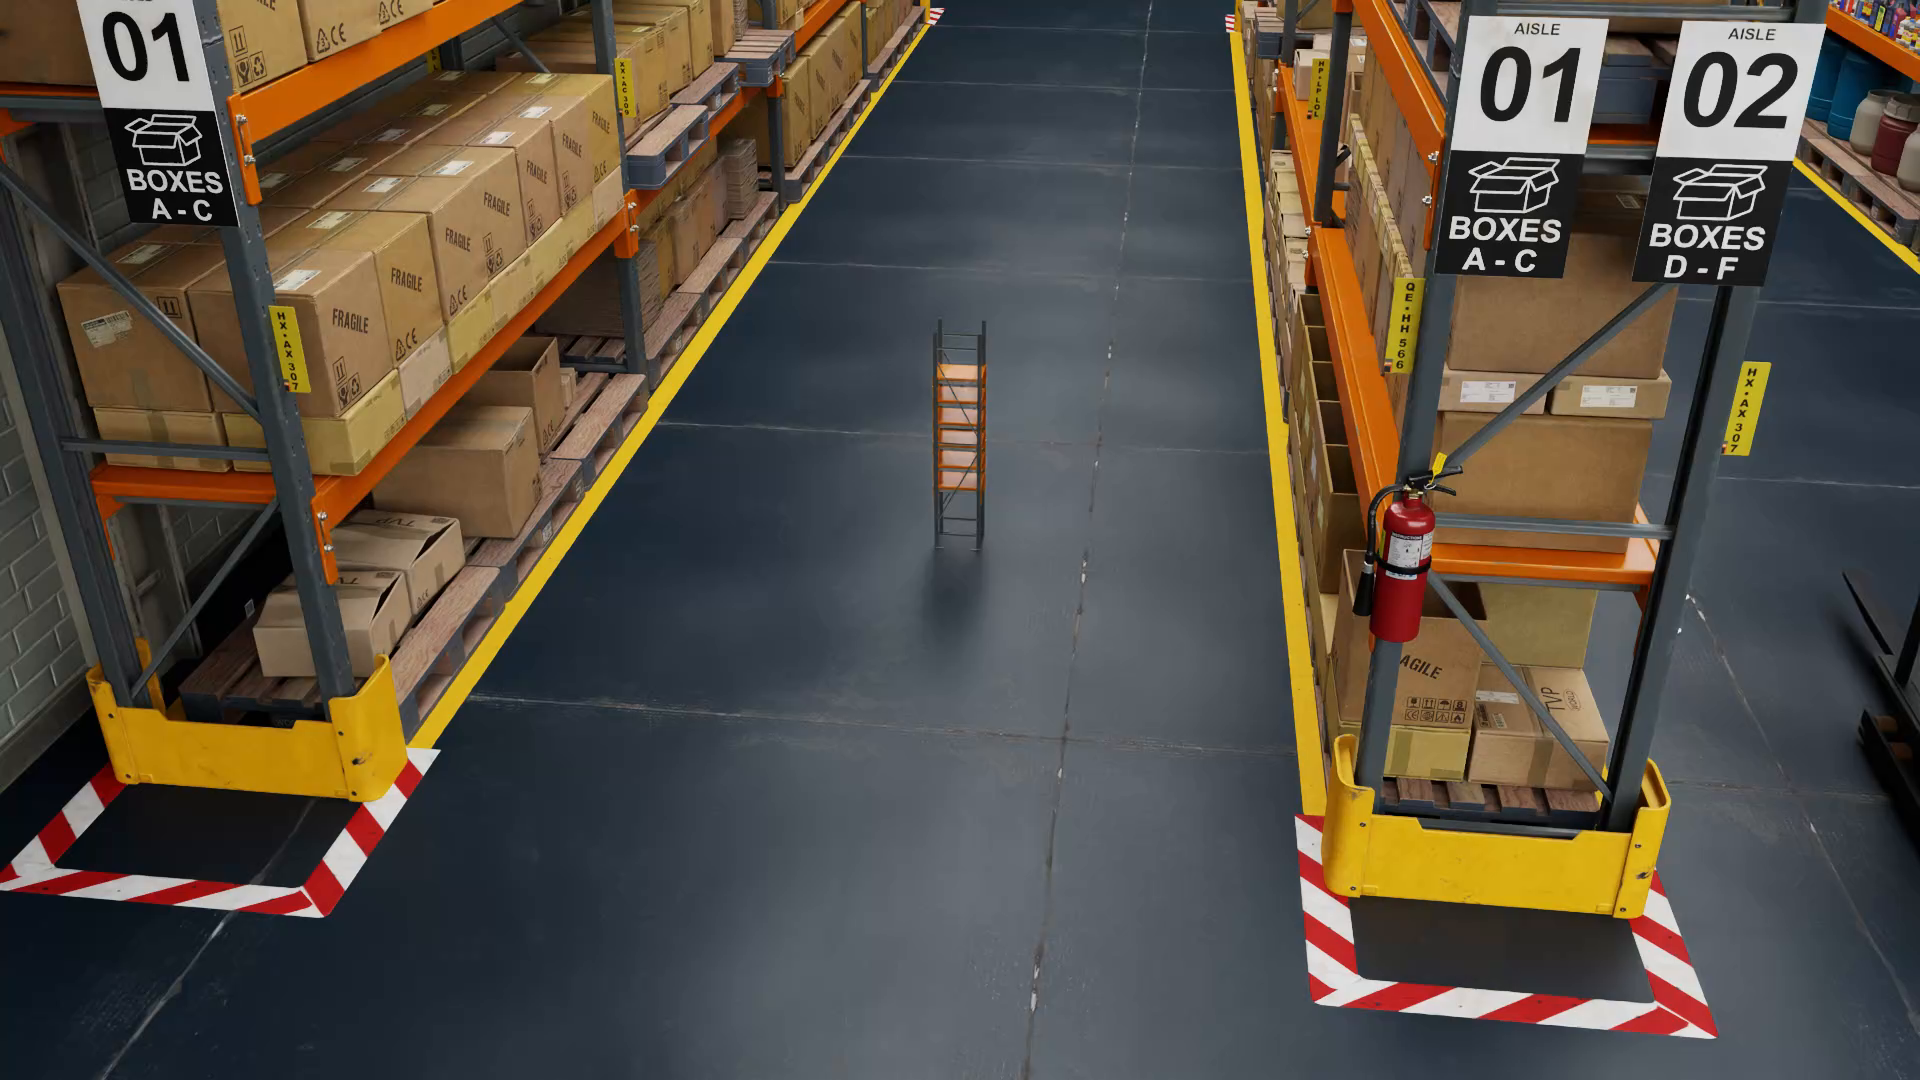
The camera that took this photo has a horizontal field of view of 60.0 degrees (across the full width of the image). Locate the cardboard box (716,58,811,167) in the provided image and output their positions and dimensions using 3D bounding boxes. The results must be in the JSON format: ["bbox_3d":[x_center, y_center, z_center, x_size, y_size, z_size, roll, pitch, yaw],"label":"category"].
[{"bbox_3d":[-1.732,-3.671,14.226,0.750,0.750,0.750,3,28,6],"label":"cardboard box"}]

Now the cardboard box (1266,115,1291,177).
[{"bbox_3d":[2.846,-3.355,13.987,0.500,0.500,0.500,4,29,8],"label":"cardboard box"}]

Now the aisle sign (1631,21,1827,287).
[{"bbox_3d":[2.280,-1.138,4.959,0.394,0.787,0.004,3,28,6],"label":"aisle sign"}]

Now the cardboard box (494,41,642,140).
[{"bbox_3d":[-2.346,-2.687,10.005,0.700,0.500,0.500,3,29,6],"label":"cardboard box"}]

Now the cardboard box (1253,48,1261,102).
[{"bbox_3d":[3.153,-4.571,16.243,0.500,0.500,0.500,2,28,4],"label":"cardboard box"}]

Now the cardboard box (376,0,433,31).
[{"bbox_3d":[-2.483,-2.340,6.642,0.500,0.500,0.500,5,29,9],"label":"cardboard box"}]

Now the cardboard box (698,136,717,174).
[{"bbox_3d":[-2.121,-2.911,12.372,0.500,0.250,0.500,4,29,7],"label":"cardboard box"}]

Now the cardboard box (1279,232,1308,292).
[{"bbox_3d":[2.360,-1.834,10.857,0.500,0.311,0.500,3,28,6],"label":"cardboard box"}]

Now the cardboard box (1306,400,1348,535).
[{"bbox_3d":[1.925,-0.324,7.854,0.500,0.500,0.500,3,28,6],"label":"cardboard box"}]

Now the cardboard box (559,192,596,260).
[{"bbox_3d":[-2.269,-1.680,8.842,0.500,0.250,0.500,3,29,6],"label":"cardboard box"}]

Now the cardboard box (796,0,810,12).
[{"bbox_3d":[-1.566,-4.738,13.942,0.500,0.500,0.500,4,29,8],"label":"cardboard box"}]

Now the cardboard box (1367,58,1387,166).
[{"bbox_3d":[2.365,-2.093,8.000,0.700,0.500,0.500,3,28,6],"label":"cardboard box"}]

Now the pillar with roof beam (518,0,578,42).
[{"bbox_3d":[1.302,-5.924,10.258,9.100,9.000,0.400,3,28,6],"label":"pillar with roof beam"}]

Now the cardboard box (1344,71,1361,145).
[{"bbox_3d":[2.649,-2.578,10.267,0.500,0.500,0.500,5,29,10],"label":"cardboard box"}]

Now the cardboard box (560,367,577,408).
[{"bbox_3d":[-2.478,-0.904,9.789,0.380,0.166,0.250,0,28,0],"label":"cardboard box"}]

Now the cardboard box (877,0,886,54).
[{"bbox_3d":[-1.204,-5.644,18.257,0.700,0.500,0.500,3,28,6],"label":"cardboard box"}]

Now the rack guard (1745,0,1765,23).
[{"bbox_3d":[8.850,-6.196,19.724,1.175,0.500,0.348,3,28,6],"label":"rack guard"}]

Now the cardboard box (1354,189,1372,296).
[{"bbox_3d":[2.368,-1.512,8.288,0.700,0.500,0.500,3,28,6],"label":"cardboard box"}]

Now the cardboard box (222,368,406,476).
[{"bbox_3d":[-2.558,-0.483,6.621,0.500,0.250,0.500,3,28,5],"label":"cardboard box"}]

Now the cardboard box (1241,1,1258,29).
[{"bbox_3d":[3.535,-6.082,19.313,0.500,0.250,0.500,3,28,6],"label":"cardboard box"}]

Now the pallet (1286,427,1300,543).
[{"bbox_3d":[2.335,-0.326,9.132,1.003,0.211,1.213,3,28,6],"label":"pallet"}]

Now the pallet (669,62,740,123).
[{"bbox_3d":[-2.154,-3.076,11.499,1.003,0.211,1.213,3,28,6],"label":"pallet"}]

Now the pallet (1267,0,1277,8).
[{"bbox_3d":[3.198,-4.640,14.402,1.003,0.211,1.213,3,28,6],"label":"pallet"}]

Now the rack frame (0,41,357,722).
[{"bbox_3d":[-2.933,-0.329,6.198,1.000,3.000,0.127,3,28,6],"label":"rack frame"}]

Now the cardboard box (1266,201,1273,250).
[{"bbox_3d":[2.548,-2.317,12.344,0.500,0.250,0.500,3,28,5],"label":"cardboard box"}]

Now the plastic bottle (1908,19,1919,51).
[{"bbox_3d":[7.614,-4.022,13.189,0.097,0.271,0.097,0,28,0],"label":"plastic bottle"}]

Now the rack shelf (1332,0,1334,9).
[{"bbox_3d":[2.719,-3.871,10.368,1.077,0.370,4.000,3,28,6],"label":"rack shelf"}]

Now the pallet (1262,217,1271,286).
[{"bbox_3d":[2.825,-2.195,12.603,1.003,0.211,1.213,3,28,6],"label":"pallet"}]

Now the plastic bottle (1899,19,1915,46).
[{"bbox_3d":[7.638,-4.083,13.376,0.097,0.201,0.097,0,28,0],"label":"plastic bottle"}]

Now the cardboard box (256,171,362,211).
[{"bbox_3d":[-2.955,-1.316,7.376,0.500,0.500,0.500,3,28,5],"label":"cardboard box"}]

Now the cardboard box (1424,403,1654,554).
[{"bbox_3d":[2.054,-0.306,6.049,0.700,0.500,0.500,3,28,6],"label":"cardboard box"}]

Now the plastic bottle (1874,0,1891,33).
[{"bbox_3d":[7.685,-4.370,13.823,0.061,0.283,0.133,3,28,6],"label":"plastic bottle"}]

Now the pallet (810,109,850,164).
[{"bbox_3d":[-1.629,-3.806,15.593,1.003,0.211,1.213,3,28,6],"label":"pallet"}]

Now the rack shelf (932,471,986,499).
[{"bbox_3d":[-0.002,-0.271,8.588,0.258,0.103,0.180,3,28,6],"label":"rack shelf"}]

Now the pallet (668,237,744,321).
[{"bbox_3d":[-2.202,-1.926,12.103,1.003,0.211,1.213,3,28,6],"label":"pallet"}]

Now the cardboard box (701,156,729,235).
[{"bbox_3d":[-2.167,-2.610,12.604,0.700,0.500,0.500,3,28,6],"label":"cardboard box"}]

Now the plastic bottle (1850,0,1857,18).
[{"bbox_3d":[7.780,-4.630,14.390,0.097,0.201,0.097,0,28,0],"label":"plastic bottle"}]

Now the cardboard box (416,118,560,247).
[{"bbox_3d":[-2.321,-1.772,8.223,0.500,0.500,0.500,3,28,5],"label":"cardboard box"}]

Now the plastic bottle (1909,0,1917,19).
[{"bbox_3d":[7.812,-4.299,13.691,0.061,0.283,0.133,3,28,6],"label":"plastic bottle"}]

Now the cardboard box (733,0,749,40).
[{"bbox_3d":[-2.000,-4.110,12.648,0.700,0.500,0.500,0,28,0],"label":"cardboard box"}]

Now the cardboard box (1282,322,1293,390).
[{"bbox_3d":[2.237,-1.112,10.108,0.500,0.250,0.500,3,28,6],"label":"cardboard box"}]

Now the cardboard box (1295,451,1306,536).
[{"bbox_3d":[1.984,-0.229,8.469,0.500,0.250,0.500,3,28,6],"label":"cardboard box"}]

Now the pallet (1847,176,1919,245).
[{"bbox_3d":[7.935,-2.665,13.474,1.003,0.211,1.213,3,28,6],"label":"pallet"}]

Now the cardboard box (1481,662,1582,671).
[{"bbox_3d":[2.328,0.508,7.101,0.500,0.250,0.500,3,28,6],"label":"cardboard box"}]

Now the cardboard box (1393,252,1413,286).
[{"bbox_3d":[1.969,-1.049,6.745,0.380,0.149,0.250,4,29,8],"label":"cardboard box"}]

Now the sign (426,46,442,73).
[{"bbox_3d":[-2.994,-2.752,9.475,0.100,0.325,0.005,3,28,6],"label":"sign"}]

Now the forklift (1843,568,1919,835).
[{"bbox_3d":[4.349,-0.226,6.079,1.130,2.935,3.031,5,29,8],"label":"forklift"}]

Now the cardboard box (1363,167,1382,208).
[{"bbox_3d":[2.125,-1.659,7.877,0.380,0.149,0.250,2,28,5],"label":"cardboard box"}]

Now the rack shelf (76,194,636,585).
[{"bbox_3d":[-2.688,-0.953,8.116,1.077,0.370,4.000,3,28,6],"label":"rack shelf"}]

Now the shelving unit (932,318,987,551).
[{"bbox_3d":[-0.002,-0.521,8.453,0.258,1.200,0.189,3,28,6],"label":"shelving unit"}]

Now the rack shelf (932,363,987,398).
[{"bbox_3d":[-0.002,-0.799,8.303,0.258,0.103,0.180,3,28,6],"label":"rack shelf"}]

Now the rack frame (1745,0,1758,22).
[{"bbox_3d":[8.860,-7.284,19.109,1.000,3.000,0.127,3,28,6],"label":"rack frame"}]

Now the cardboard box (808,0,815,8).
[{"bbox_3d":[-1.505,-4.857,14.846,0.380,0.149,0.250,4,29,6],"label":"cardboard box"}]

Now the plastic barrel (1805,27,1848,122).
[{"bbox_3d":[8.286,-4.408,15.538,0.600,0.901,0.708,3,28,6],"label":"plastic barrel"}]

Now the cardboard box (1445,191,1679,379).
[{"bbox_3d":[2.061,-0.902,5.788,0.700,0.500,0.500,3,29,6],"label":"cardboard box"}]
